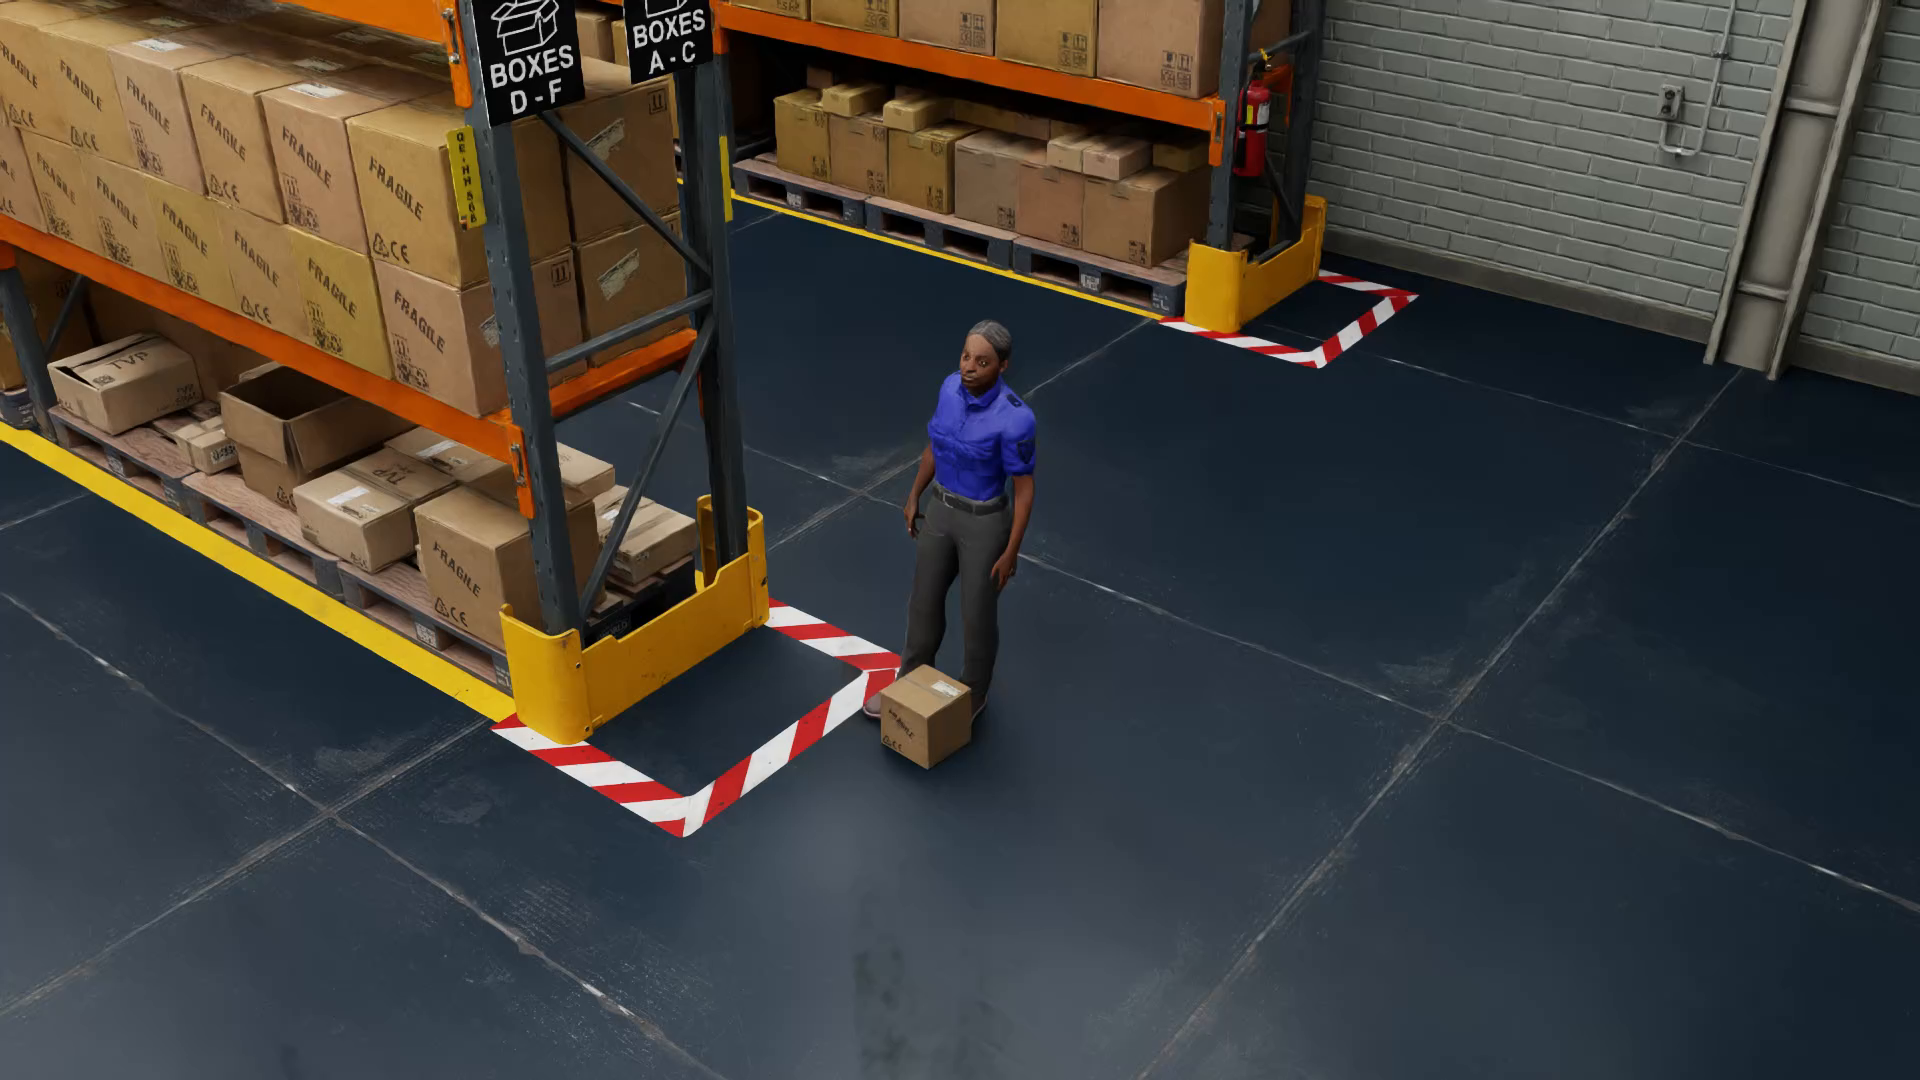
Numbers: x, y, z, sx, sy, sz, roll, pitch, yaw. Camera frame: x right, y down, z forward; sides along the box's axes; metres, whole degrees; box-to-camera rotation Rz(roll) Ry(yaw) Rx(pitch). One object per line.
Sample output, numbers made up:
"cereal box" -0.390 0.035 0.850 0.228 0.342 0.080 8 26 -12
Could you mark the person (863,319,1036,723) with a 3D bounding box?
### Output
"person" -0.031 -0.017 6.151 0.570 1.656 0.503 26 39 36
